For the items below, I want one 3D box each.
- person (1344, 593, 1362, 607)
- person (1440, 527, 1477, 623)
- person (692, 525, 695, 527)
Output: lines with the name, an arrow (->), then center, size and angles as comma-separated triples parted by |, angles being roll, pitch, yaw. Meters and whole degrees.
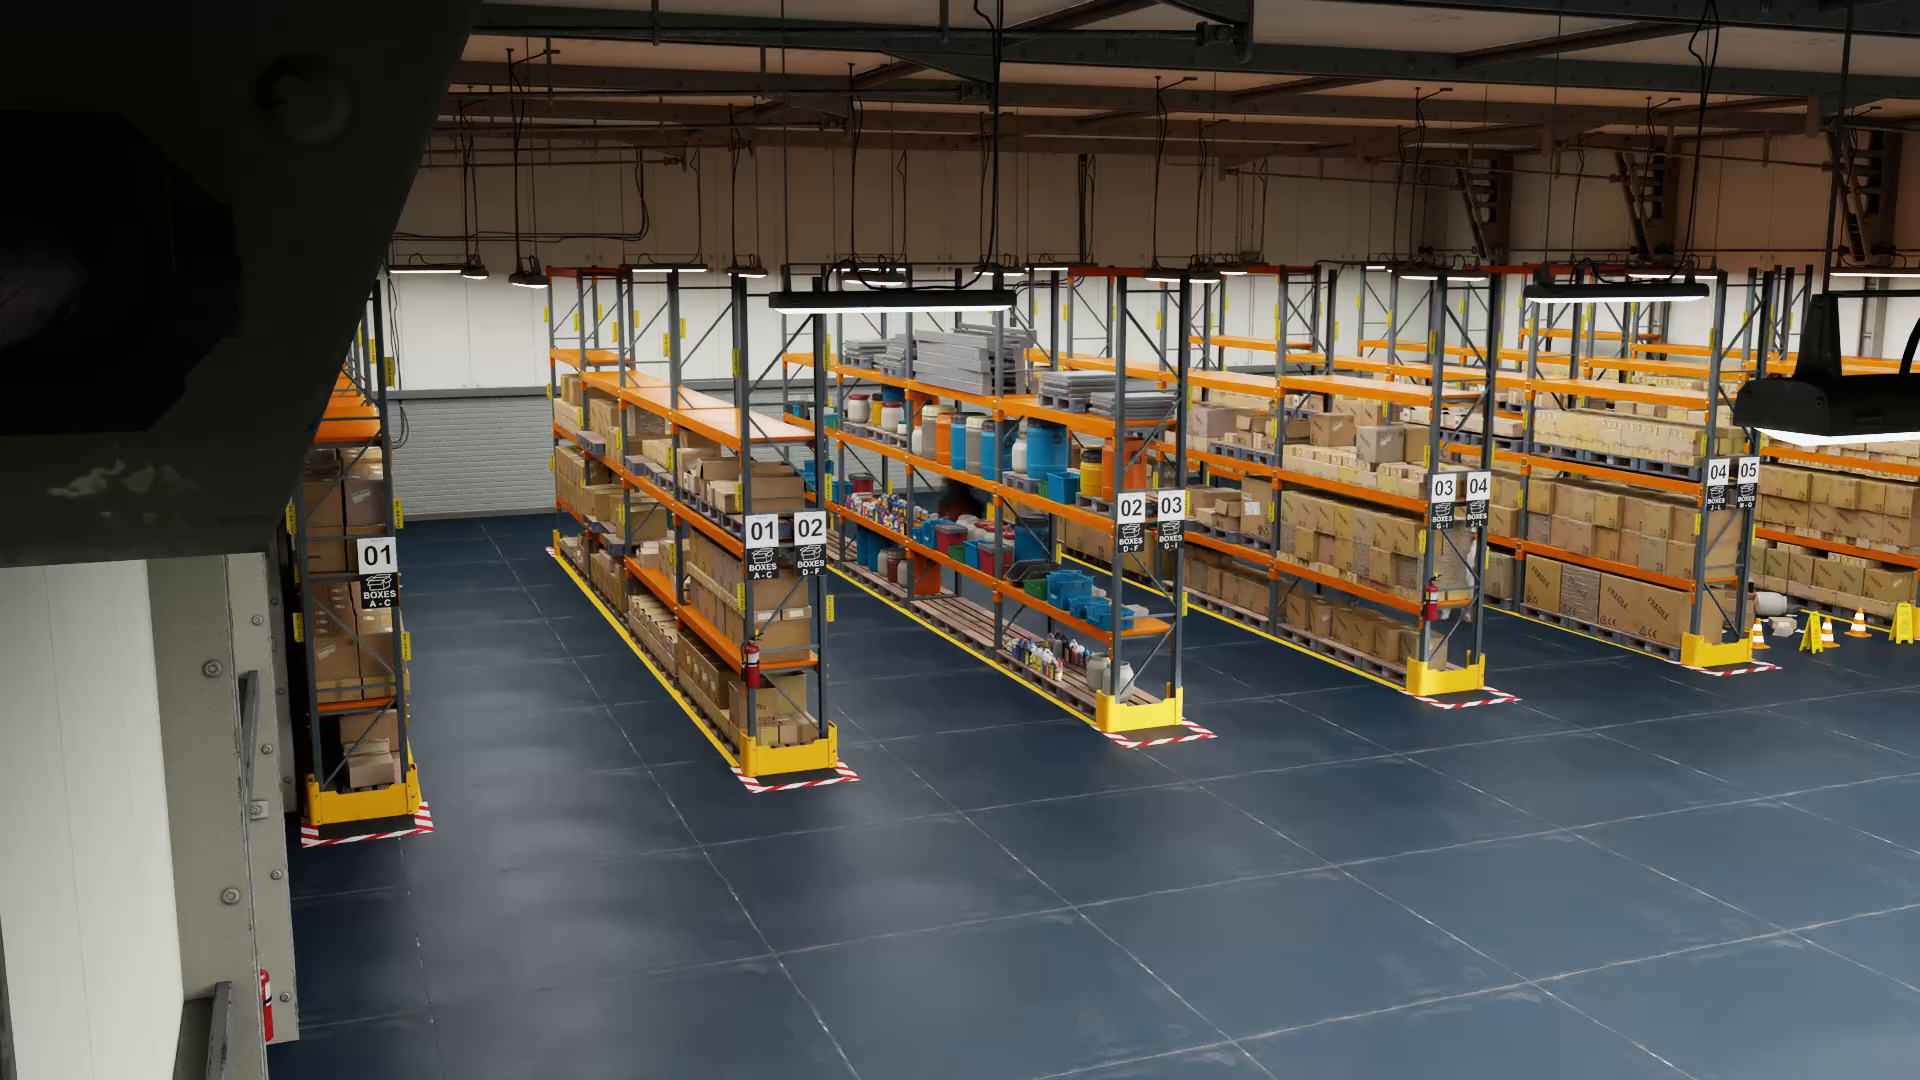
person -> 7.087, 0.498, 29.107 | 0.667, 1.593, 0.971 | -5, 11, -28
person -> 8.626, 0.554, 28.570 | 0.690, 1.716, 0.657 | -2, 10, -9
person -> -5.134, -0.213, 33.267 | 0.518, 1.666, 0.798 | -6, 12, -31
